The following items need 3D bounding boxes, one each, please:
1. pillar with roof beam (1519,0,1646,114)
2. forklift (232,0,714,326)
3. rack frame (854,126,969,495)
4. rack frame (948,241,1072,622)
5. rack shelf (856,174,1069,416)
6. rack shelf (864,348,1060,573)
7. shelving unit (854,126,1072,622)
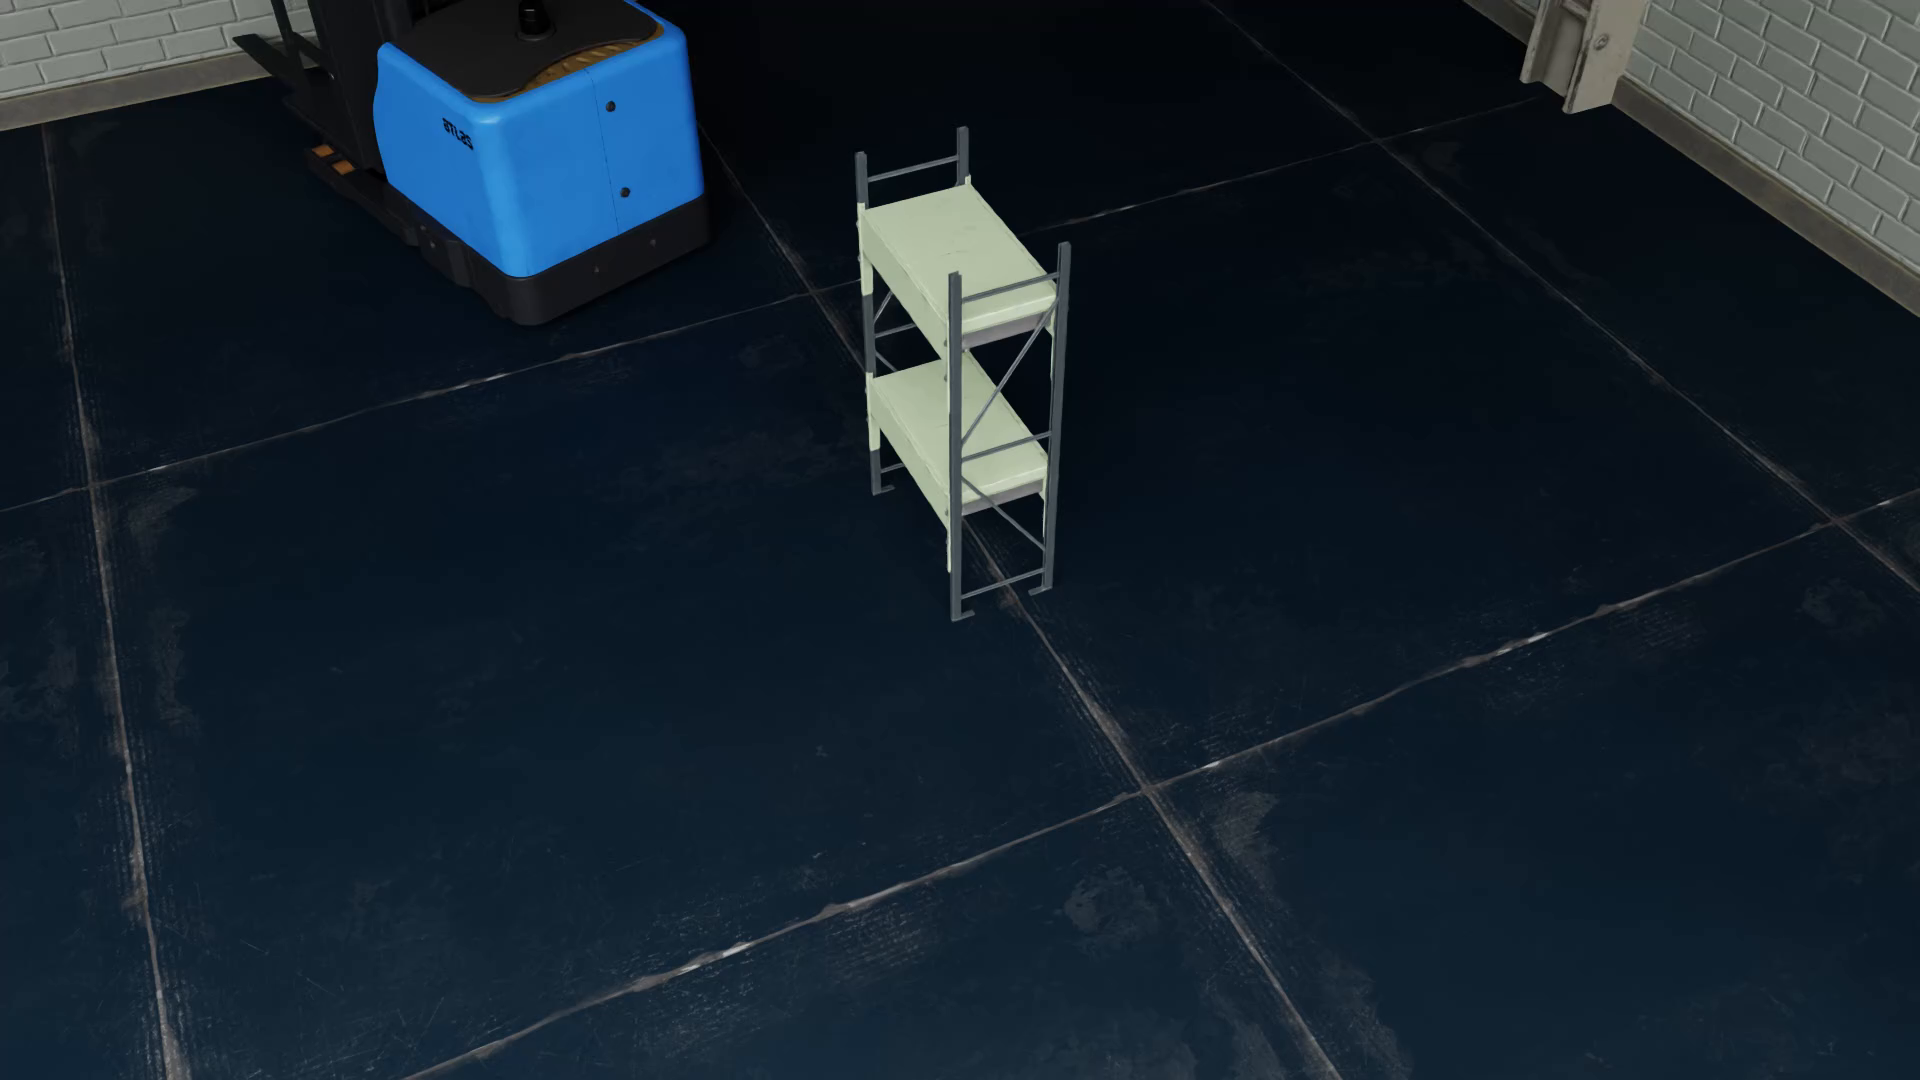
[{"bbox_3d":[-0.764,-4.261,4.162,9.100,9.000,0.400,-18,47,-17],"label":"pillar with roof beam"},{"bbox_3d":[-2.493,-2.897,7.099,1.130,2.935,3.031,-34,54,-29],"label":"forklift"},{"bbox_3d":[-0.157,-0.771,5.964,0.400,1.500,0.023,-18,47,-17],"label":"rack frame"},{"bbox_3d":[0.151,-0.305,5.491,0.400,1.500,0.023,-18,47,-17],"label":"rack frame"},{"bbox_3d":[-0.003,-0.816,5.453,0.431,0.370,0.720,-18,47,-17],"label":"rack shelf"},{"bbox_3d":[-0.003,-0.306,5.957,0.431,0.370,0.720,-18,47,-17],"label":"rack shelf"},{"bbox_3d":[-0.003,-0.538,5.728,0.431,1.500,0.755,-18,47,-17],"label":"shelving unit"}]
